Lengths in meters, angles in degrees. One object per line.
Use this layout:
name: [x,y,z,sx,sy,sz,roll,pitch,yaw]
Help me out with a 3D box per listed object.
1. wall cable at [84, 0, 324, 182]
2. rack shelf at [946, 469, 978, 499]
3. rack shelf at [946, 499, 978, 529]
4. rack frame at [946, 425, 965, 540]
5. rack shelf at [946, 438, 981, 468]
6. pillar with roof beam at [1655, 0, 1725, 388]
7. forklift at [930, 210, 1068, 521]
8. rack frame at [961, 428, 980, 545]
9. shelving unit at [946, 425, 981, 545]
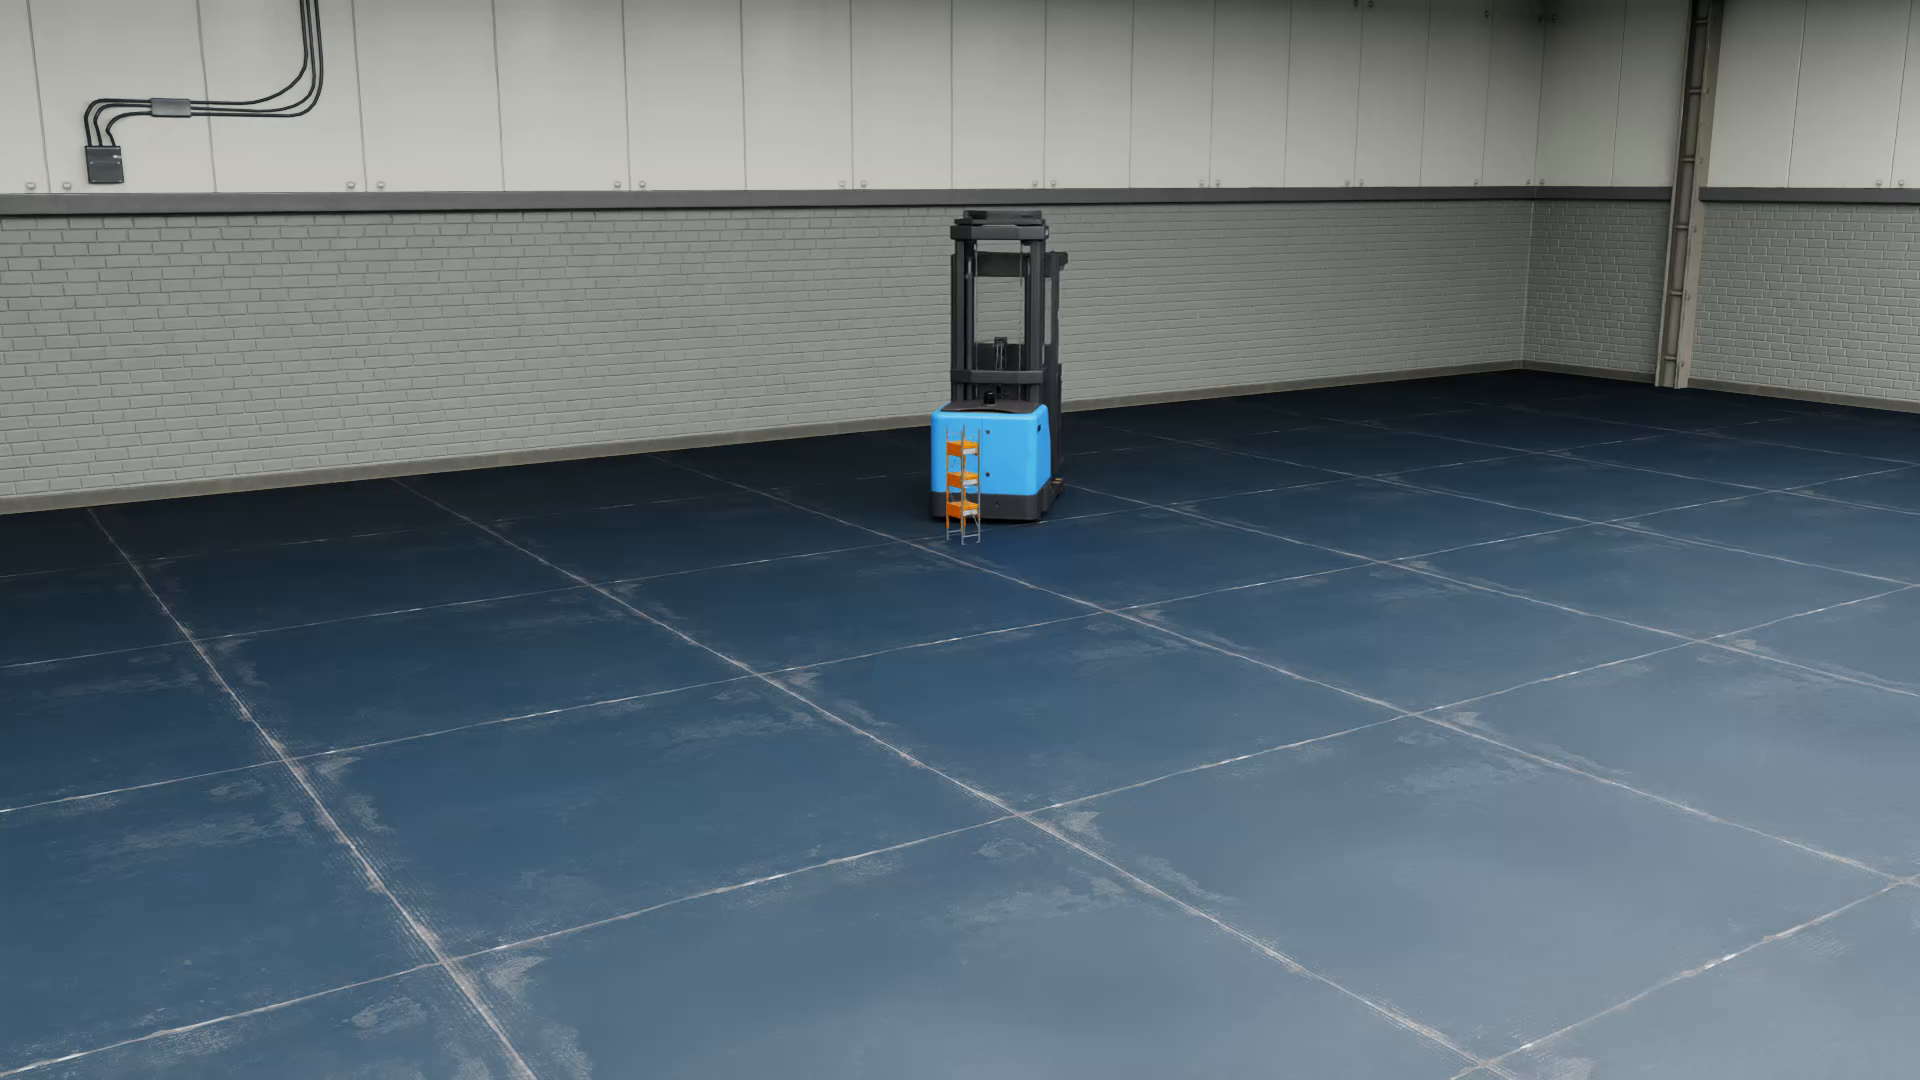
wall cable: [-7.555,-6.565,16.247,2.305,6.003,0.169,-8,15,-33]
rack shelf: [0.030,-0.493,15.097,0.215,0.259,0.240,-8,15,-33]
rack shelf: [0.030,-0.222,15.156,0.215,0.259,0.240,-8,15,-33]
rack frame: [-0.038,-0.525,15.194,0.200,1.050,0.008,-8,15,-33]
rack shelf: [0.030,-0.770,15.036,0.215,0.259,0.240,-8,15,-33]
pillar with roof beam: [7.704,-6.321,23.092,9.100,9.000,0.400,-8,15,-33]
forklift: [0.495,-1.884,17.003,1.130,2.935,3.031,2,13,11]
rack frame: [0.097,-0.482,14.995,0.200,1.050,0.008,-8,15,-33]
shelving unit: [0.030,-0.503,15.094,0.215,1.050,0.252,-8,15,-33]
